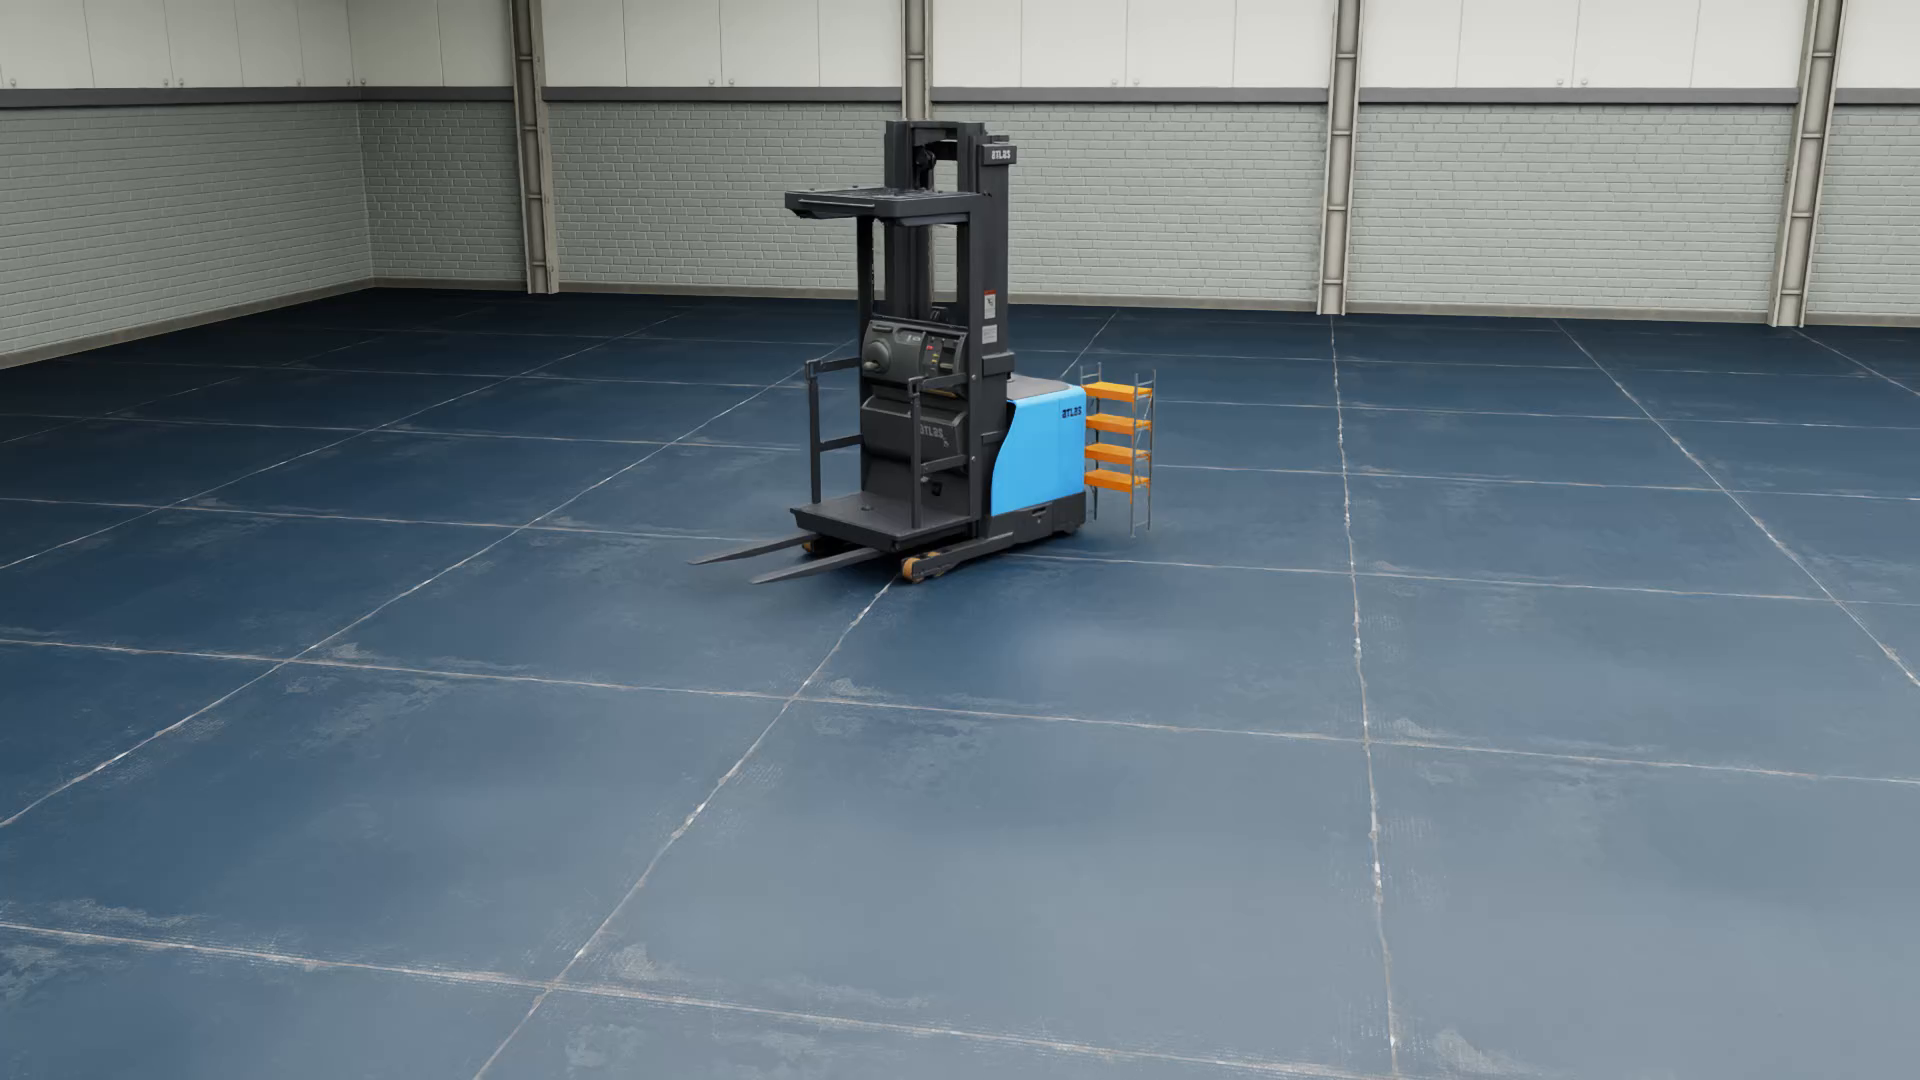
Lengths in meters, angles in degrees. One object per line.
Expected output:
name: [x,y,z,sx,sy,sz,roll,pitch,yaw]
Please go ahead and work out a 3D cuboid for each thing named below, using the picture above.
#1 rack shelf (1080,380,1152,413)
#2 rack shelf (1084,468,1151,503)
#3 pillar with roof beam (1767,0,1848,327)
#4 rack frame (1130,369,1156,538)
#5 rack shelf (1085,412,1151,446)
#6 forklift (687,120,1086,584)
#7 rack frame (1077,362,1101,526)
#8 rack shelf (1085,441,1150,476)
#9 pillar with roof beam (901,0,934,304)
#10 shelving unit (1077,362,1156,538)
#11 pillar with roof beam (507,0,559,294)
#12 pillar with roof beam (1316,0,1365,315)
rack shelf: [1.134,-1.039,12.024,0.480,0.148,0.258,13,20,40]
rack shelf: [1.134,-0.404,12.200,0.480,0.148,0.258,13,20,40]
pillar with roof beam: [10.289,-6.114,17.206,0.400,9.000,9.100,3,16,11]
rack frame: [1.317,-0.617,11.974,0.015,1.200,0.240,13,20,40]
rack shelf: [1.134,-0.811,12.087,0.480,0.148,0.258,13,20,40]
forklift: [-0.461,-1.284,11.138,1.130,2.935,3.031,14,21,42]
rack frame: [0.951,-0.704,12.284,0.015,1.200,0.240,13,20,40]
rack shelf: [1.134,-0.596,12.147,0.480,0.148,0.258,13,20,40]
pillar with roof beam: [-1.470,-6.752,19.511,0.400,9.000,9.100,3,16,11]
shelving unit: [1.134,-0.661,12.129,0.503,1.200,0.258,13,20,40]
pillar with roof beam: [-7.350,-7.071,20.663,0.400,9.000,9.100,3,16,11]
pillar with roof beam: [4.410,-6.433,18.359,0.400,9.000,9.100,3,16,11]
